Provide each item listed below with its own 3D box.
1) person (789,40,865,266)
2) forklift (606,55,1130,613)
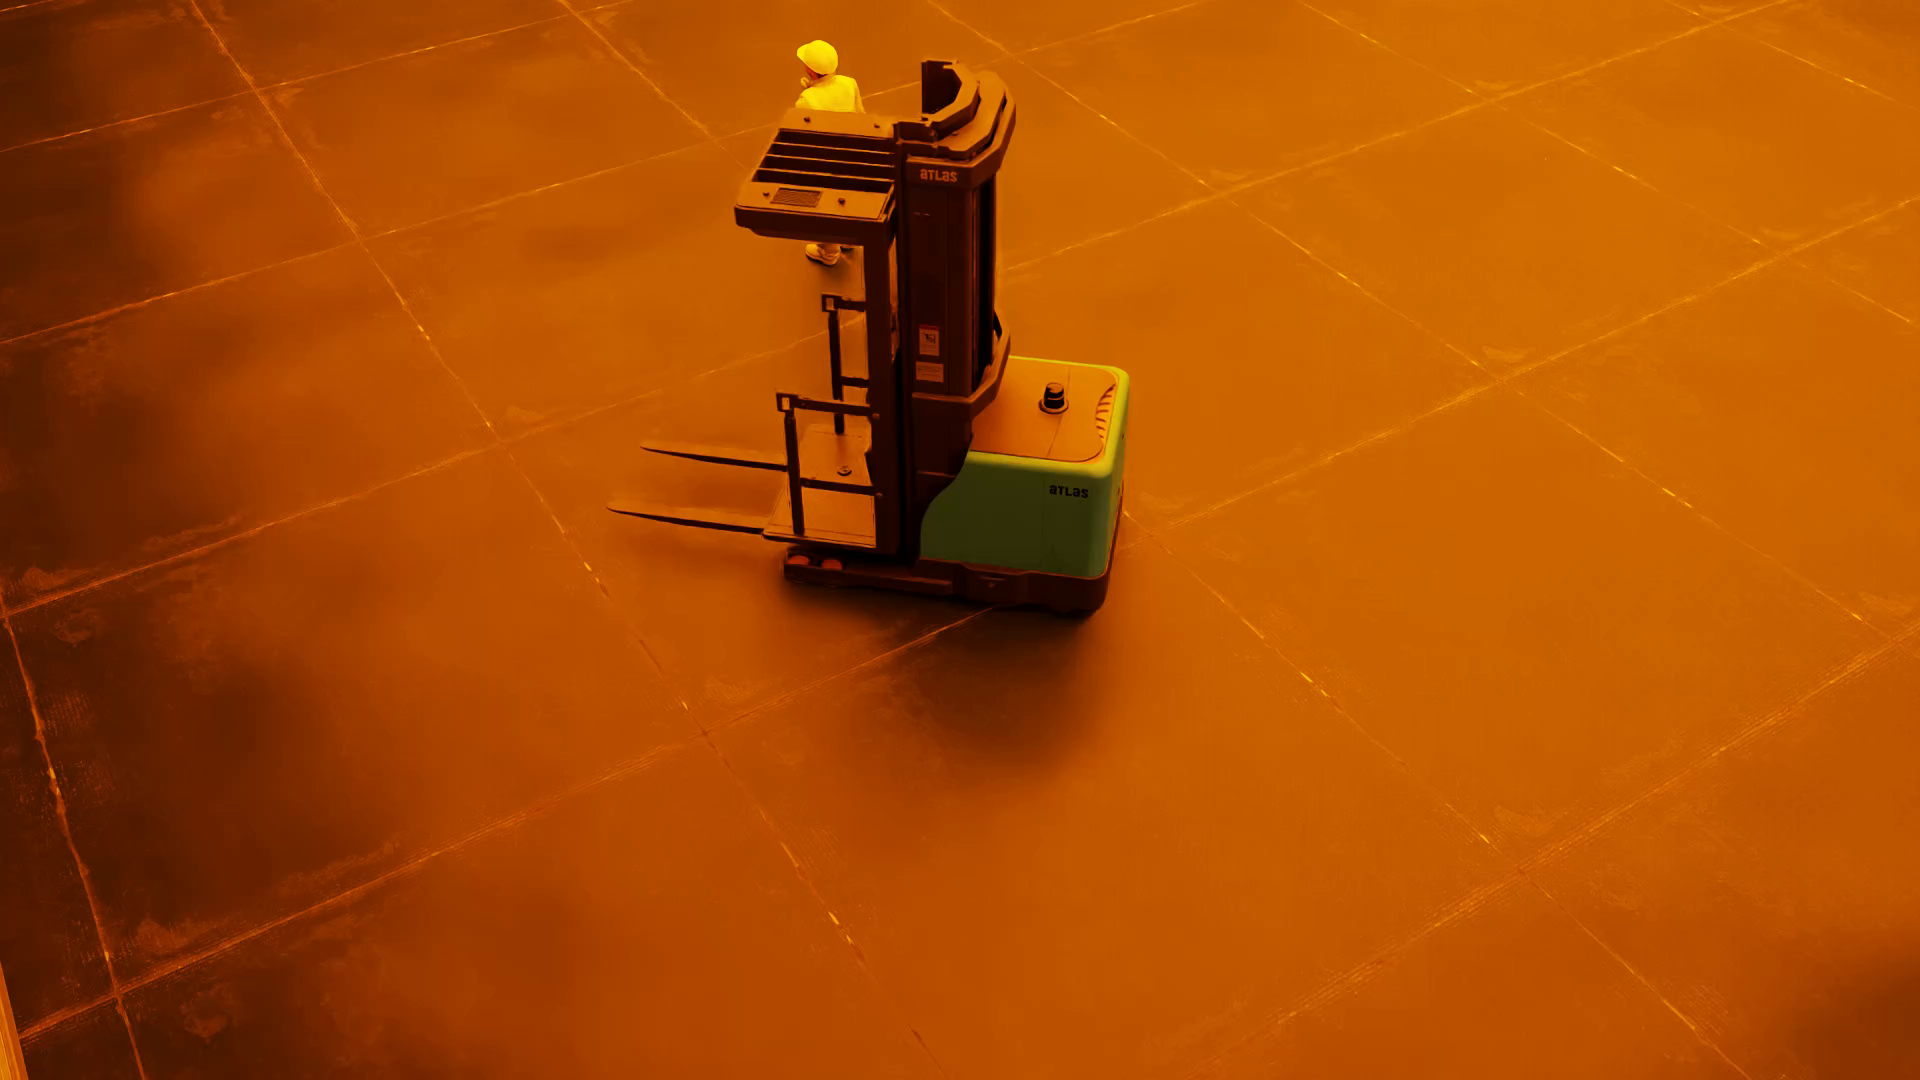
[{"bbox_3d":[-1.000,-2.796,11.939,0.632,1.773,0.569,-28,48,-28],"label":"person"},{"bbox_3d":[-0.576,-1.160,9.199,3.031,2.935,1.130,7,42,8],"label":"forklift"}]
